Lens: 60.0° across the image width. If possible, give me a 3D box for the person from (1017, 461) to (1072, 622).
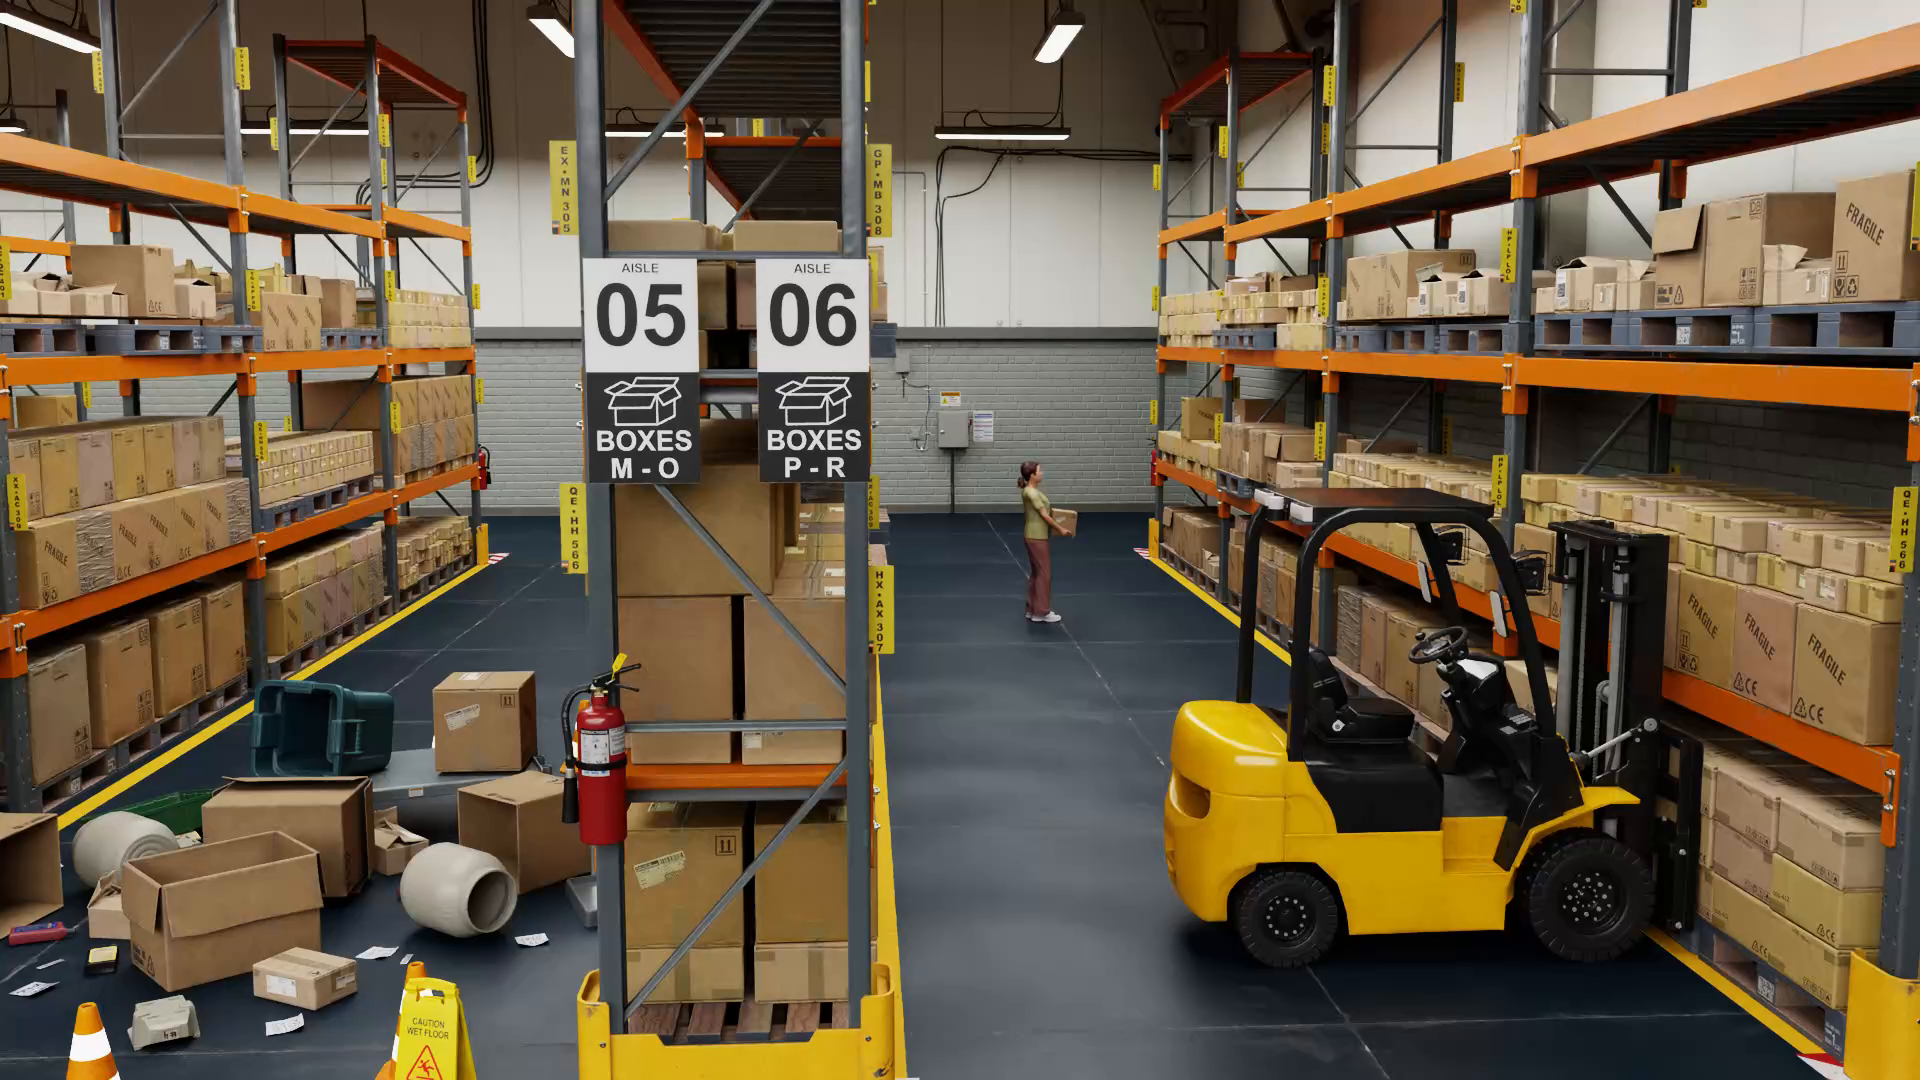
[{"bbox_3d":[0.864,0.006,17.254,0.561,1.662,0.426,0,7,-3],"label":"person"}]
